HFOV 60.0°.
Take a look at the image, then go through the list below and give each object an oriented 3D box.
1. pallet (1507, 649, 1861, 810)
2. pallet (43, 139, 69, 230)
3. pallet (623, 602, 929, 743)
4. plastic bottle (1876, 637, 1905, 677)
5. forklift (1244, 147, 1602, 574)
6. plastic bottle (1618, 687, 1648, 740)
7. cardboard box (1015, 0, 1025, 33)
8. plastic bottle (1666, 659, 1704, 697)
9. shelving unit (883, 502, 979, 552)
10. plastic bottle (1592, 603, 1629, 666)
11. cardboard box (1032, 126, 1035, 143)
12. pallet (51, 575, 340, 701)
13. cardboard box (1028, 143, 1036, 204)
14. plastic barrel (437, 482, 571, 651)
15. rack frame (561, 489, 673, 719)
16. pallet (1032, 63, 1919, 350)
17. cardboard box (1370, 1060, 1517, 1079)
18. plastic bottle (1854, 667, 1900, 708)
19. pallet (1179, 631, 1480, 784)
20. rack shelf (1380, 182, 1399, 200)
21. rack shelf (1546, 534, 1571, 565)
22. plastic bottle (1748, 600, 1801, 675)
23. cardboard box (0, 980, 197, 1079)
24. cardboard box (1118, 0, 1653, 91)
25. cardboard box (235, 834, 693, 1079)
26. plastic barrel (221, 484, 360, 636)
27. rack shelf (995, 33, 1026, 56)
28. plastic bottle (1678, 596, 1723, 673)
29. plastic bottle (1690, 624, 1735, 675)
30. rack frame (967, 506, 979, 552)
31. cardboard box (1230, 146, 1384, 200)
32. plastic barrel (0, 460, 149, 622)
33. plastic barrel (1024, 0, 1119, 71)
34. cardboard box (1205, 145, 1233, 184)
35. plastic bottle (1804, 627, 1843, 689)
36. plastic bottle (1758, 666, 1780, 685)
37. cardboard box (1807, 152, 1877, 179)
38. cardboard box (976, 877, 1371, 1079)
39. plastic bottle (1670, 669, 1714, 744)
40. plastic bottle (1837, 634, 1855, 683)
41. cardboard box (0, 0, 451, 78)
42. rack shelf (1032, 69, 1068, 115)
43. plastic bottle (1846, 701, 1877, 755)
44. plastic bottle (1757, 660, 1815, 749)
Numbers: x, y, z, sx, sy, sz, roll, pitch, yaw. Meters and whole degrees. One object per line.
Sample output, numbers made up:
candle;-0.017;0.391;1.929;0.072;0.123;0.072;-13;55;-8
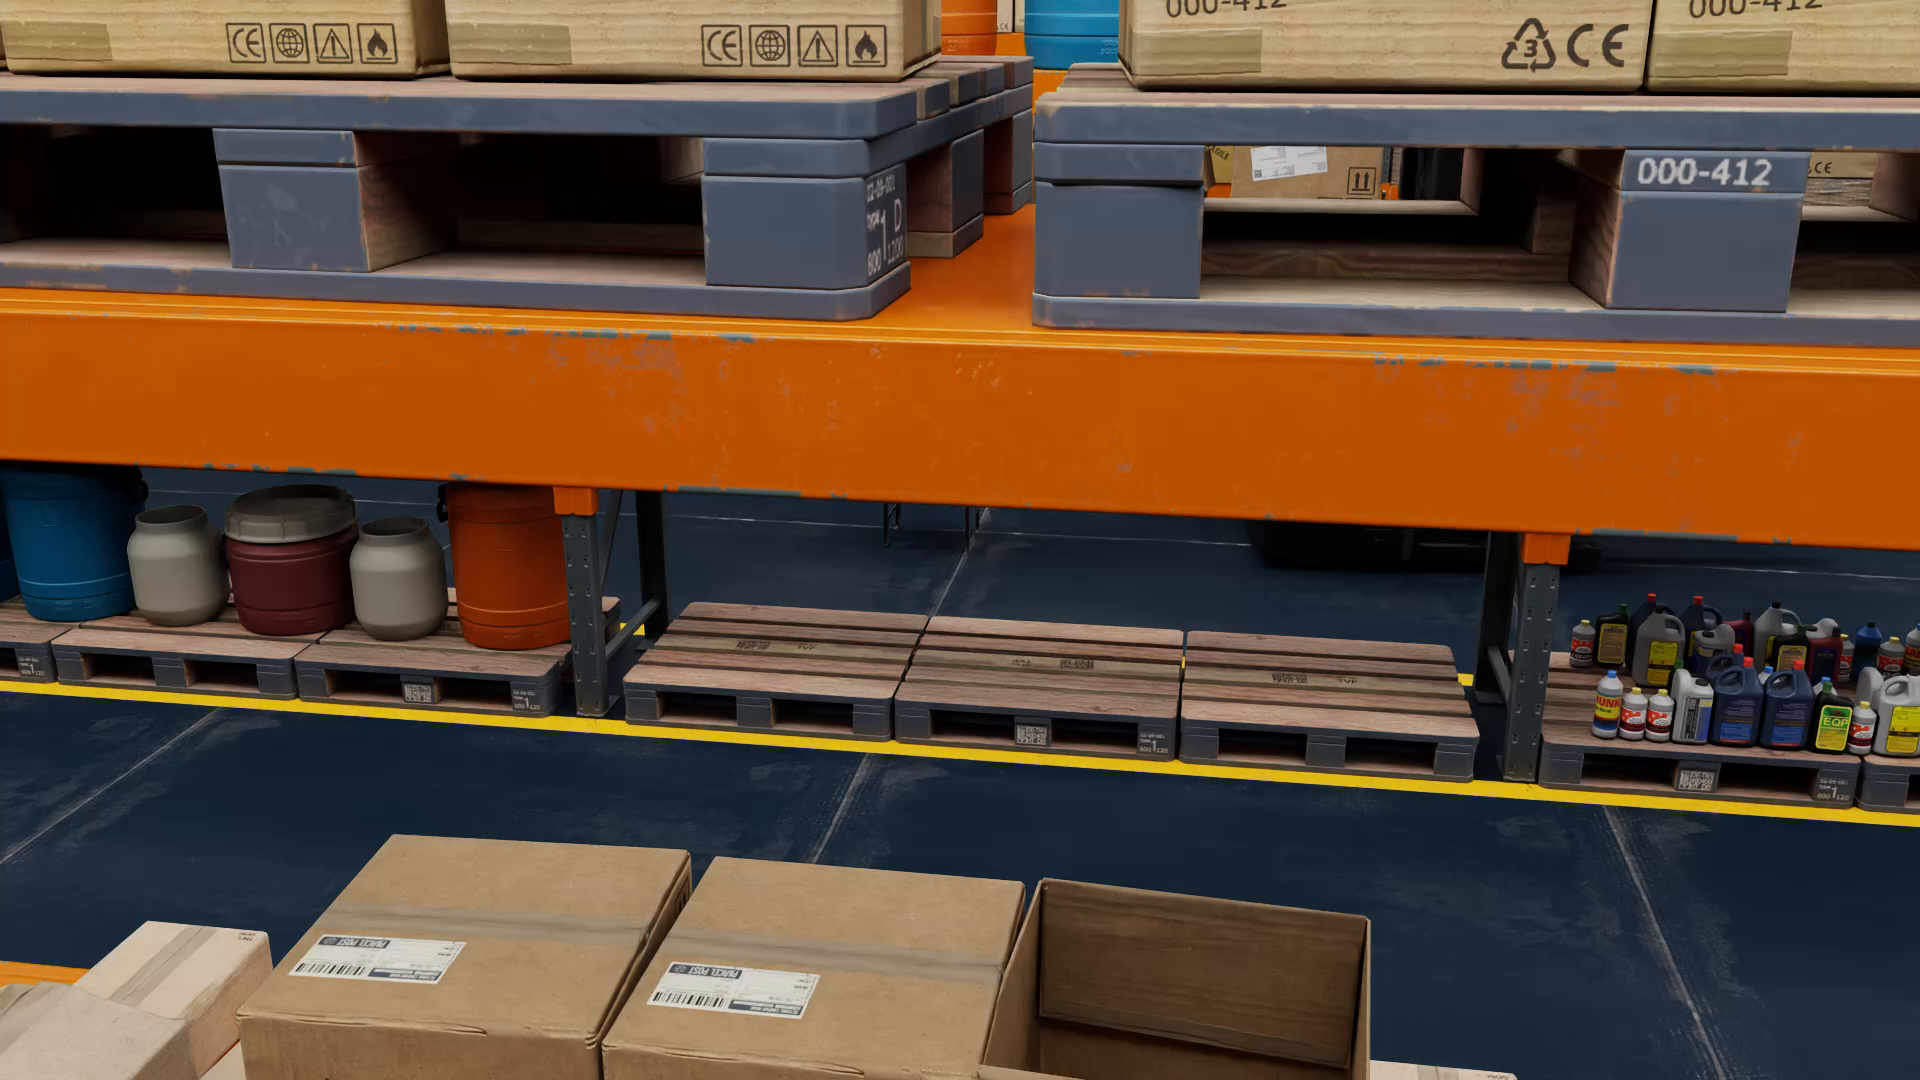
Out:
pallet;3.031;0.787;7.118;1.213;0.211;1.003;3;19;9
pallet;-1.680;-0.559;2.316;1.003;0.211;1.213;4;19;11
pallet;-0.816;0.590;7.707;1.213;0.211;1.003;3;19;9
plastic bottle;4.049;0.521;7.234;0.097;0.201;0.097;0;18;0
forklift;3.206;-1.374;9.289;3.031;2.935;1.130;1;19;2
plastic bottle;2.720;0.695;6.716;0.097;0.201;0.097;0;18;0
cardboard box;0.651;-3.534;11.148;0.500;0.250;0.500;3;19;10
plastic bottle;2.960;0.625;6.796;0.133;0.283;0.061;3;19;9
shelving unit;-0.163;-1.004;9.495;0.503;2.100;0.431;3;19;9
plastic bottle;2.902;0.418;7.414;0.133;0.283;0.061;4;19;11
cardboard box;0.498;-3.824;16.348;0.500;0.500;0.500;3;19;9
pallet;-3.561;0.450;8.125;1.213;0.211;1.003;3;19;9
cardboard box;0.318;-2.570;11.939;0.500;0.500;0.700;6;19;17
plastic barrel;-2.060;0.027;7.753;0.708;0.830;0.600;3;19;9
rack frame;-1.574;-0.784;7.418;0.127;3.000;1.000;3;19;9
pallet;0.713;-0.403;1.853;1.217;0.209;0.805;2;19;6
cardboard box;0.743;0.980;2.543;0.250;0.149;0.380;3;19;9
plastic bottle;3.711;0.655;6.718;0.135;0.276;0.152;3;19;9
pallet;1.593;0.713;7.340;1.213;0.211;1.003;3;19;9
rack shelf;6.022;-3.241;15.896;4.000;0.370;1.077;3;19;9
rack shelf;4.350;-0.140;6.629;4.000;0.370;1.077;3;19;9
plastic bottle;3.565;0.433;7.262;0.185;0.351;0.144;3;19;8
cardboard box;-1.511;0.916;2.479;0.500;0.311;0.500;3;19;8
cardboard box;0.436;-0.642;1.841;0.500;0.250;0.500;1;19;3
cardboard box;-0.705;0.800;2.527;0.500;0.500;0.500;2;19;6
plastic barrel;-3.175;0.085;7.961;0.708;0.588;0.600;3;19;9
rack shelf;1.186;-3.316;11.393;4.000;0.370;1.077;3;19;9
plastic bottle;3.246;0.417;7.311;0.185;0.351;0.144;2;19;6
plastic bottle;3.247;0.500;7.180;0.135;0.276;0.152;3;19;9
rack frame;0.077;-0.992;9.458;0.015;2.100;0.400;3;19;9
cardboard box;2.398;-2.701;11.542;1.000;1.000;1.000;3;19;9
plastic barrel;-4.290;-0.121;8.081;0.708;0.901;0.600;3;19;9
plastic barrel;0.547;-2.266;6.330;0.708;0.901;0.600;3;19;9
cardboard box;2.492;-3.724;16.047;0.500;0.500;0.500;3;19;9
plastic bottle;3.708;0.508;7.145;0.133;0.283;0.061;3;19;9
plastic bottle;3.268;0.643;6.760;0.097;0.271;0.097;0;18;0
cardboard box;5.540;-2.595;10.629;0.500;0.500;0.500;3;19;9
cardboard box;0.310;0.852;2.373;0.500;0.500;0.500;4;19;13
plastic bottle;2.944;0.662;6.697;0.135;0.276;0.152;4;19;11
plastic bottle;3.846;0.511;7.265;0.097;0.201;0.097;0;18;0
cardboard box;-0.823;-0.724;2.087;0.500;0.250;0.500;3;19;8
rack shelf;0.400;-1.764;6.755;4.000;0.370;1.077;3;19;9
plastic bottle;3.568;0.738;6.587;0.097;0.201;0.097;0;18;0
plastic bottle;3.292;0.645;6.628;0.185;0.351;0.144;2;19;6
